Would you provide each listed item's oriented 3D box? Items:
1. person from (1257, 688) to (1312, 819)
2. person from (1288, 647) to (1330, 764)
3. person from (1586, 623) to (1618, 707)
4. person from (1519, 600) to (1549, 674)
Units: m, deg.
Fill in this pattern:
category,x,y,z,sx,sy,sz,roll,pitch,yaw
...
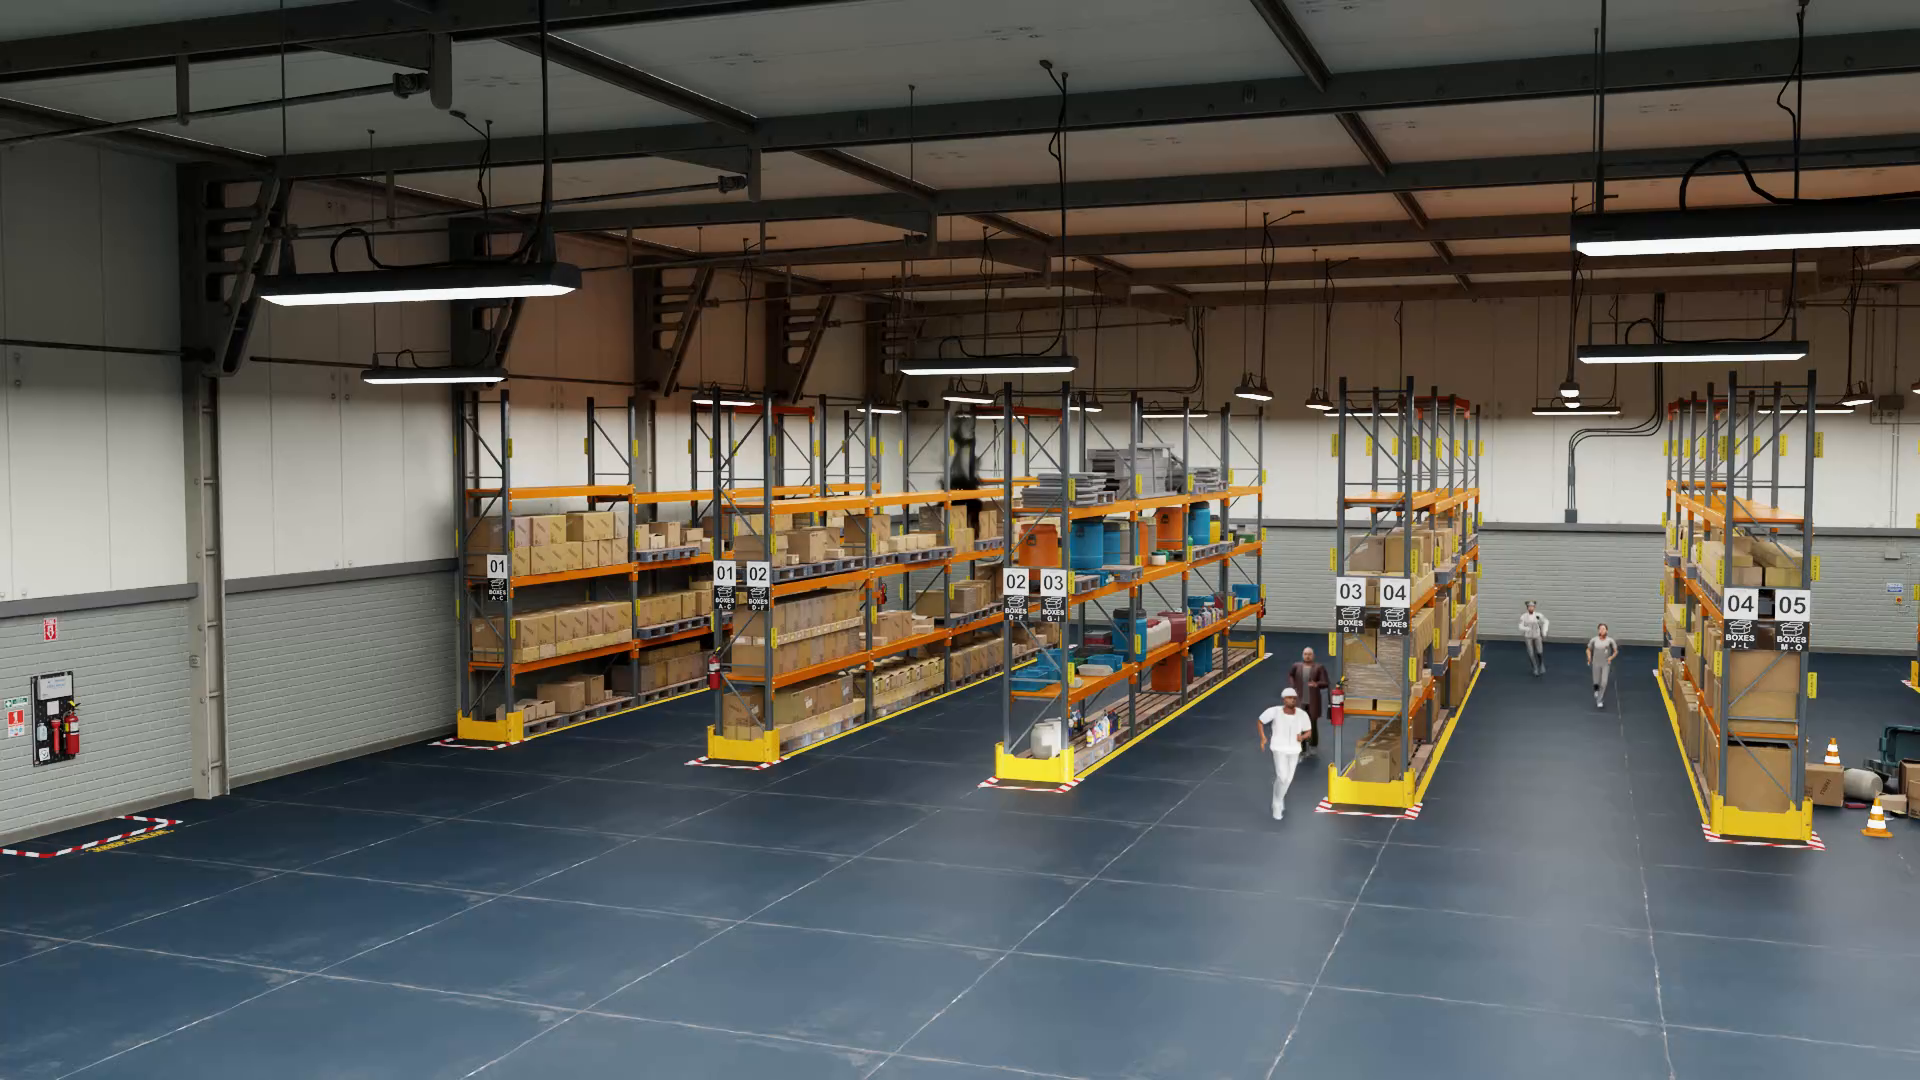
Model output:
category,x,y,z,sx,sy,sz,roll,pitch,yaw
person,4.438,2.905,22.662,0.691,1.814,0.676,0,3,-9
person,5.592,2.633,26.752,0.694,1.822,0.877,1,3,19
person,12.439,2.425,32.221,0.579,1.620,0.561,1,3,22
person,12.635,2.150,36.660,0.610,1.652,0.566,1,3,23
